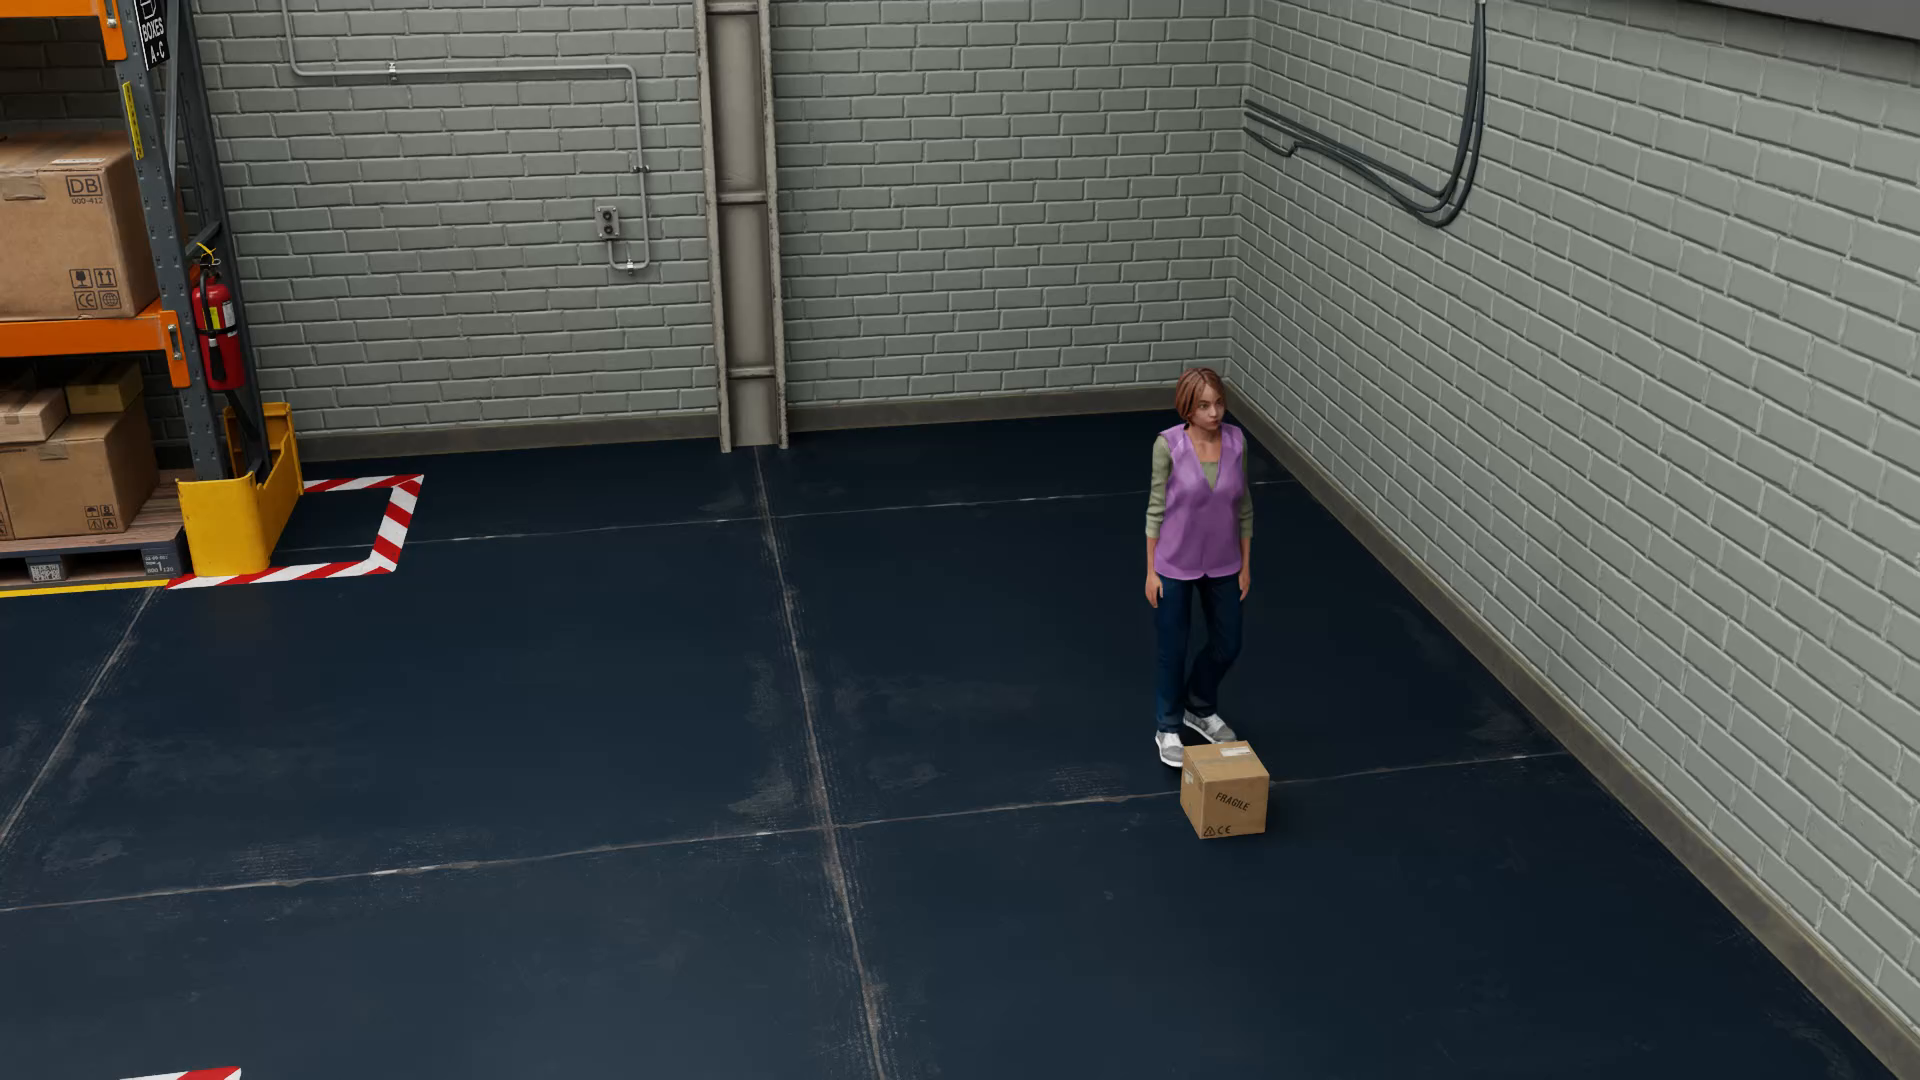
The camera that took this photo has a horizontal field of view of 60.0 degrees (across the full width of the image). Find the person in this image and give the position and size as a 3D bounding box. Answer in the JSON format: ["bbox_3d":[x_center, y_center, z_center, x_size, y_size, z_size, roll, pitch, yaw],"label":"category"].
[{"bbox_3d":[0.906,0.106,6.344,0.422,1.587,0.352,-4,24,-9],"label":"person"}]
